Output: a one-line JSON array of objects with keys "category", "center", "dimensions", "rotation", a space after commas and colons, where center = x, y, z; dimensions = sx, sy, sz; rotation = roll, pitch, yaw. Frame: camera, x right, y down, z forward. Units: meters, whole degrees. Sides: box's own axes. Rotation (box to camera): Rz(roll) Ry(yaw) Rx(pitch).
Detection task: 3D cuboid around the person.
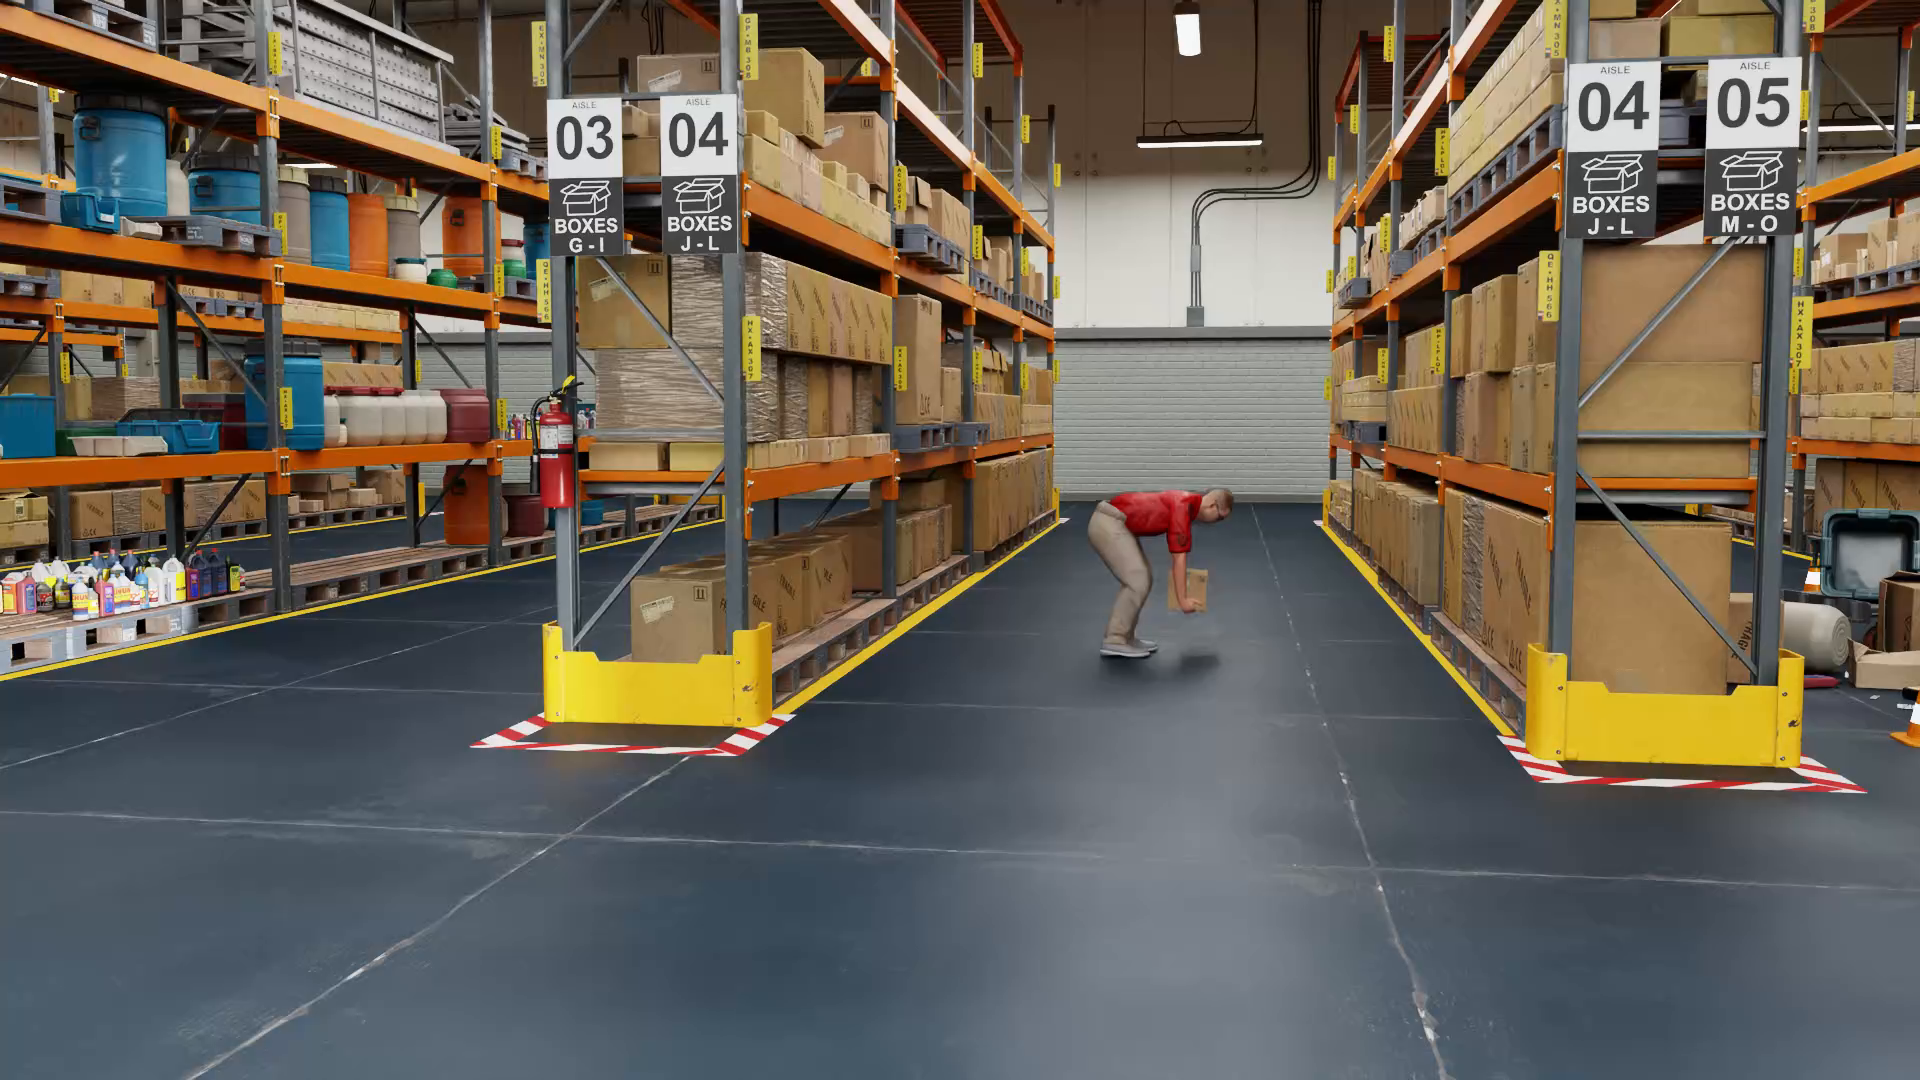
[{"category": "person", "center": [1.324, 0.170, 11.039], "dimensions": [0.956, 1.023, 0.480], "rotation": [1, 4, 7]}]
